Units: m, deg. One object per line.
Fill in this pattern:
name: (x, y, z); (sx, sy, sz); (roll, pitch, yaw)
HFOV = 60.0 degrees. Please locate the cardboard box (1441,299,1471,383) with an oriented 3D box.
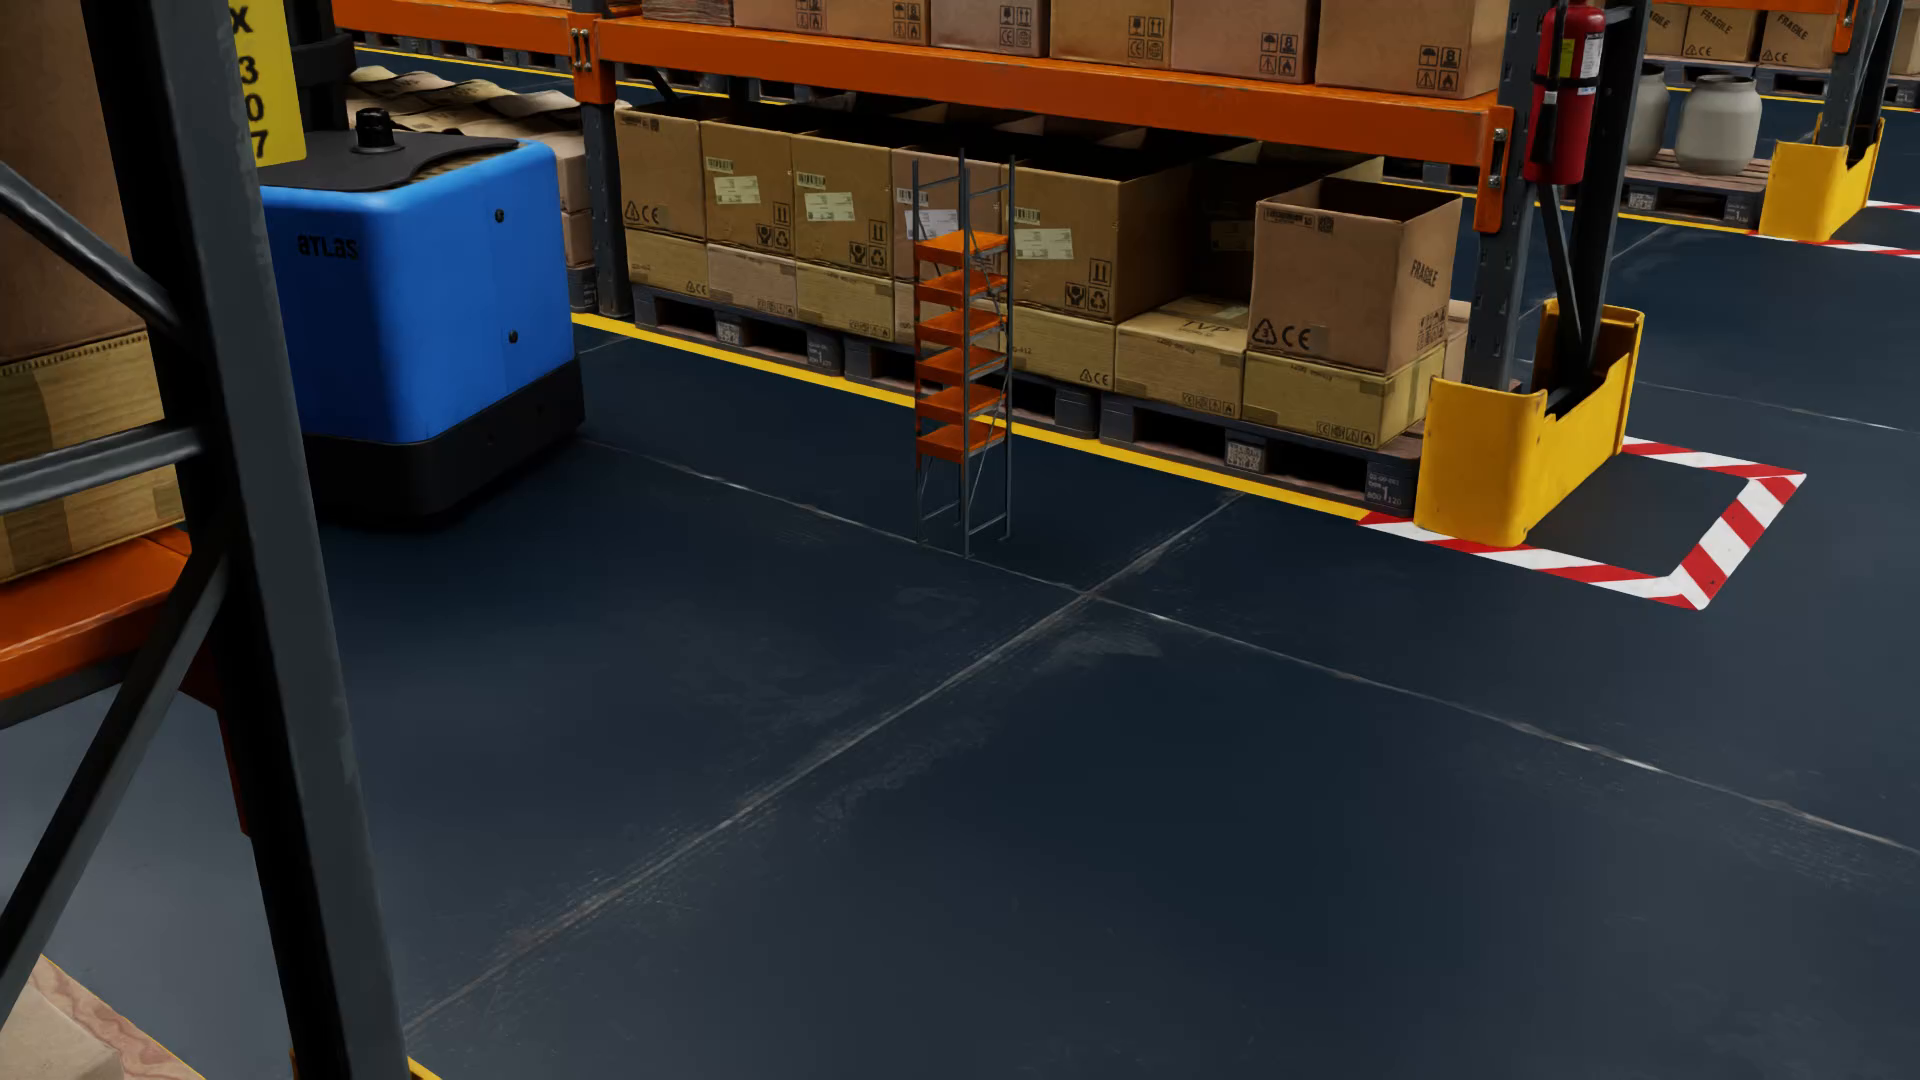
cardboard box: (1.612, -0.708, 6.026); (0.500, 0.250, 0.500); (17, 29, 33)

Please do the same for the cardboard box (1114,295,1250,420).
cardboard box: (0.894, -0.658, 5.912); (0.500, 0.250, 0.500); (17, 29, 33)

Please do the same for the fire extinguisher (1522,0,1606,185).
fire extinguisher: (1.723, -1.359, 4.709); (0.183, 0.674, 0.296); (17, 29, 33)

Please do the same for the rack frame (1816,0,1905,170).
rack frame: (4.881, -3.170, 8.724); (0.127, 3.000, 1.000); (17, 29, 33)

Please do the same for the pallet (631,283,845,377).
pallet: (-0.682, -1.058, 7.389); (1.213, 0.211, 1.003); (17, 29, 33)

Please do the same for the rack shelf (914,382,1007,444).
rack shelf: (0.012, -0.395, 5.066); (0.180, 0.103, 0.258); (17, 29, 33)

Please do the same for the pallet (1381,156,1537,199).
pallet: (3.173, -2.390, 10.413); (1.213, 0.211, 1.003); (17, 29, 33)

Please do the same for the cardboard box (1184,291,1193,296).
cardboard box: (0.809, -0.949, 6.572); (0.500, 0.250, 0.500); (17, 29, 33)

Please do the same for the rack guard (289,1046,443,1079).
rack guard: (-1.121, 1.152, 2.015); (0.348, 0.500, 1.175); (17, 29, 33)

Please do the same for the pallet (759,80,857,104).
pallet: (-0.924, -3.628, 13.223); (1.213, 0.211, 1.003); (17, 29, 33)

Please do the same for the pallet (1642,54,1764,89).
pallet: (6.190, -4.013, 14.096); (1.213, 0.211, 1.003); (17, 29, 33)

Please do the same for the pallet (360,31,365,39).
pallet: (-6.313, -5.256, 16.916); (1.213, 0.211, 1.003); (17, 29, 33)

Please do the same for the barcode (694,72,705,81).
barcode: (-1.248, -2.233, 7.961); (0.075, 0.075, 0.001); (17, 29, 33)

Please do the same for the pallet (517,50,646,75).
pallet: (-3.148, -4.301, 14.749); (1.213, 0.211, 1.003); (17, 29, 33)

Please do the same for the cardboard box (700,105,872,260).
cardboard box: (-0.705, -1.485, 6.860); (0.500, 0.500, 0.500); (17, 29, 33)

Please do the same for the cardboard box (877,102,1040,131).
cardboard box: (0.004, -1.531, 6.964); (0.500, 0.500, 0.500); (17, 29, 33)

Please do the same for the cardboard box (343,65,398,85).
cardboard box: (-3.508, -2.527, 9.458); (0.500, 0.311, 0.500); (16, 29, 33)

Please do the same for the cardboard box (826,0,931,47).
cardboard box: (-0.110, -2.232, 6.472); (0.500, 0.500, 0.700); (17, 29, 34)

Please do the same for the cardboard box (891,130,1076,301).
cardboard box: (0.091, -1.242, 6.307); (0.500, 0.500, 0.500); (17, 29, 33)

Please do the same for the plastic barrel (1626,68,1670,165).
plastic barrel: (3.907, -2.479, 9.721); (0.421, 0.512, 0.421); (0, 24, 0)

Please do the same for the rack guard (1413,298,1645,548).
rack guard: (1.927, -0.423, 5.590); (0.348, 0.500, 1.175); (17, 29, 33)

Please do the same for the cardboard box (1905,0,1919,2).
cardboard box: (9.620, -5.918, 17.076); (0.875, 0.875, 0.875); (16, 29, 32)

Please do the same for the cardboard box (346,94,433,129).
cardboard box: (-3.007, -2.104, 8.498); (0.500, 0.311, 0.500); (16, 29, 33)

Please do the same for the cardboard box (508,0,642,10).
cardboard box: (-1.714, -2.576, 7.563); (0.500, 0.250, 0.500); (19, 30, 36)

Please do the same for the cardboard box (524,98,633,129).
cardboard box: (-1.872, -2.033, 8.339); (0.500, 0.311, 0.500); (16, 29, 33)

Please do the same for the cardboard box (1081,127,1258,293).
cardboard box: (0.803, -1.288, 6.412); (0.500, 0.500, 0.500); (17, 29, 33)

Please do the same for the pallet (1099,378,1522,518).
pallet: (1.270, -0.468, 6.050); (1.213, 0.211, 1.003); (17, 29, 33)

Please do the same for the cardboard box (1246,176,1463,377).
cardboard box: (1.300, -0.883, 5.494); (0.500, 0.500, 0.500); (17, 29, 33)

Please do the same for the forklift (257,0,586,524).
forklift: (-2.942, -1.729, 5.539); (3.031, 2.935, 1.130); (8, 25, 17)

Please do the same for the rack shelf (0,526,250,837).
rack shelf: (-2.661, -0.128, 2.712); (4.000, 0.370, 1.077); (17, 29, 33)

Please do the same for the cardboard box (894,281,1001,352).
cardboard box: (0.093, -0.900, 6.461); (0.500, 0.250, 0.500); (17, 29, 33)

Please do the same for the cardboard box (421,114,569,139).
cardboard box: (-2.210, -1.860, 7.944); (0.500, 0.311, 0.500); (18, 29, 35)

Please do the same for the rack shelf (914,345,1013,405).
rack shelf: (0.012, -0.505, 5.018); (0.180, 0.103, 0.258); (17, 29, 33)

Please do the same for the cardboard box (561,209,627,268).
cardboard box: (-1.799, -1.480, 7.779); (0.500, 0.250, 0.500); (16, 29, 33)

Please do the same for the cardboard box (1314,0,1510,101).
cardboard box: (1.541, -1.735, 5.344); (0.500, 0.500, 0.700); (17, 29, 33)

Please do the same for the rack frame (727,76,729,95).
rack frame: (-1.521, -5.104, 13.114); (0.127, 3.000, 1.000); (17, 29, 33)

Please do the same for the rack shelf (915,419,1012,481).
rack shelf: (0.012, -0.285, 5.115); (0.180, 0.103, 0.258); (17, 29, 33)

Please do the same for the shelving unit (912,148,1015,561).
shelving unit: (0.012, -0.546, 5.000); (0.189, 1.200, 0.258); (17, 29, 33)

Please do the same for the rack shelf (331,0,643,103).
rack shelf: (-2.894, -2.694, 8.537); (4.000, 0.370, 1.077); (17, 29, 33)

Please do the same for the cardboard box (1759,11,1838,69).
cardboard box: (6.863, -4.106, 13.428); (0.500, 0.500, 0.500); (-17, 29, -34)

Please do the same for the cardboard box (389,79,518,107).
cardboard box: (-2.706, -2.282, 8.903); (0.500, 0.311, 0.500); (18, 29, 35)

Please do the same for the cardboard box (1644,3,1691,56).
cardboard box: (5.954, -4.413, 14.125); (0.500, 0.500, 0.500); (14, 27, 29)

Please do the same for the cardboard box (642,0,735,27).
cardboard box: (-0.935, -2.480, 7.035); (0.500, 0.500, 0.700); (16, 28, 32)

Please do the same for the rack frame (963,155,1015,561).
rack frame: (0.085, -0.523, 4.950); (0.006, 1.200, 0.240); (17, 29, 33)

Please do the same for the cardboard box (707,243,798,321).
cardboard box: (-0.707, -1.141, 7.009); (0.500, 0.250, 0.500); (17, 29, 33)

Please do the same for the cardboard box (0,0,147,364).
cardboard box: (-1.262, -0.469, 1.826); (0.500, 0.500, 0.500); (17, 29, 33)

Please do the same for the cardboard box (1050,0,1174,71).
cardboard box: (0.724, -1.983, 5.906); (0.500, 0.500, 0.700); (17, 29, 34)
